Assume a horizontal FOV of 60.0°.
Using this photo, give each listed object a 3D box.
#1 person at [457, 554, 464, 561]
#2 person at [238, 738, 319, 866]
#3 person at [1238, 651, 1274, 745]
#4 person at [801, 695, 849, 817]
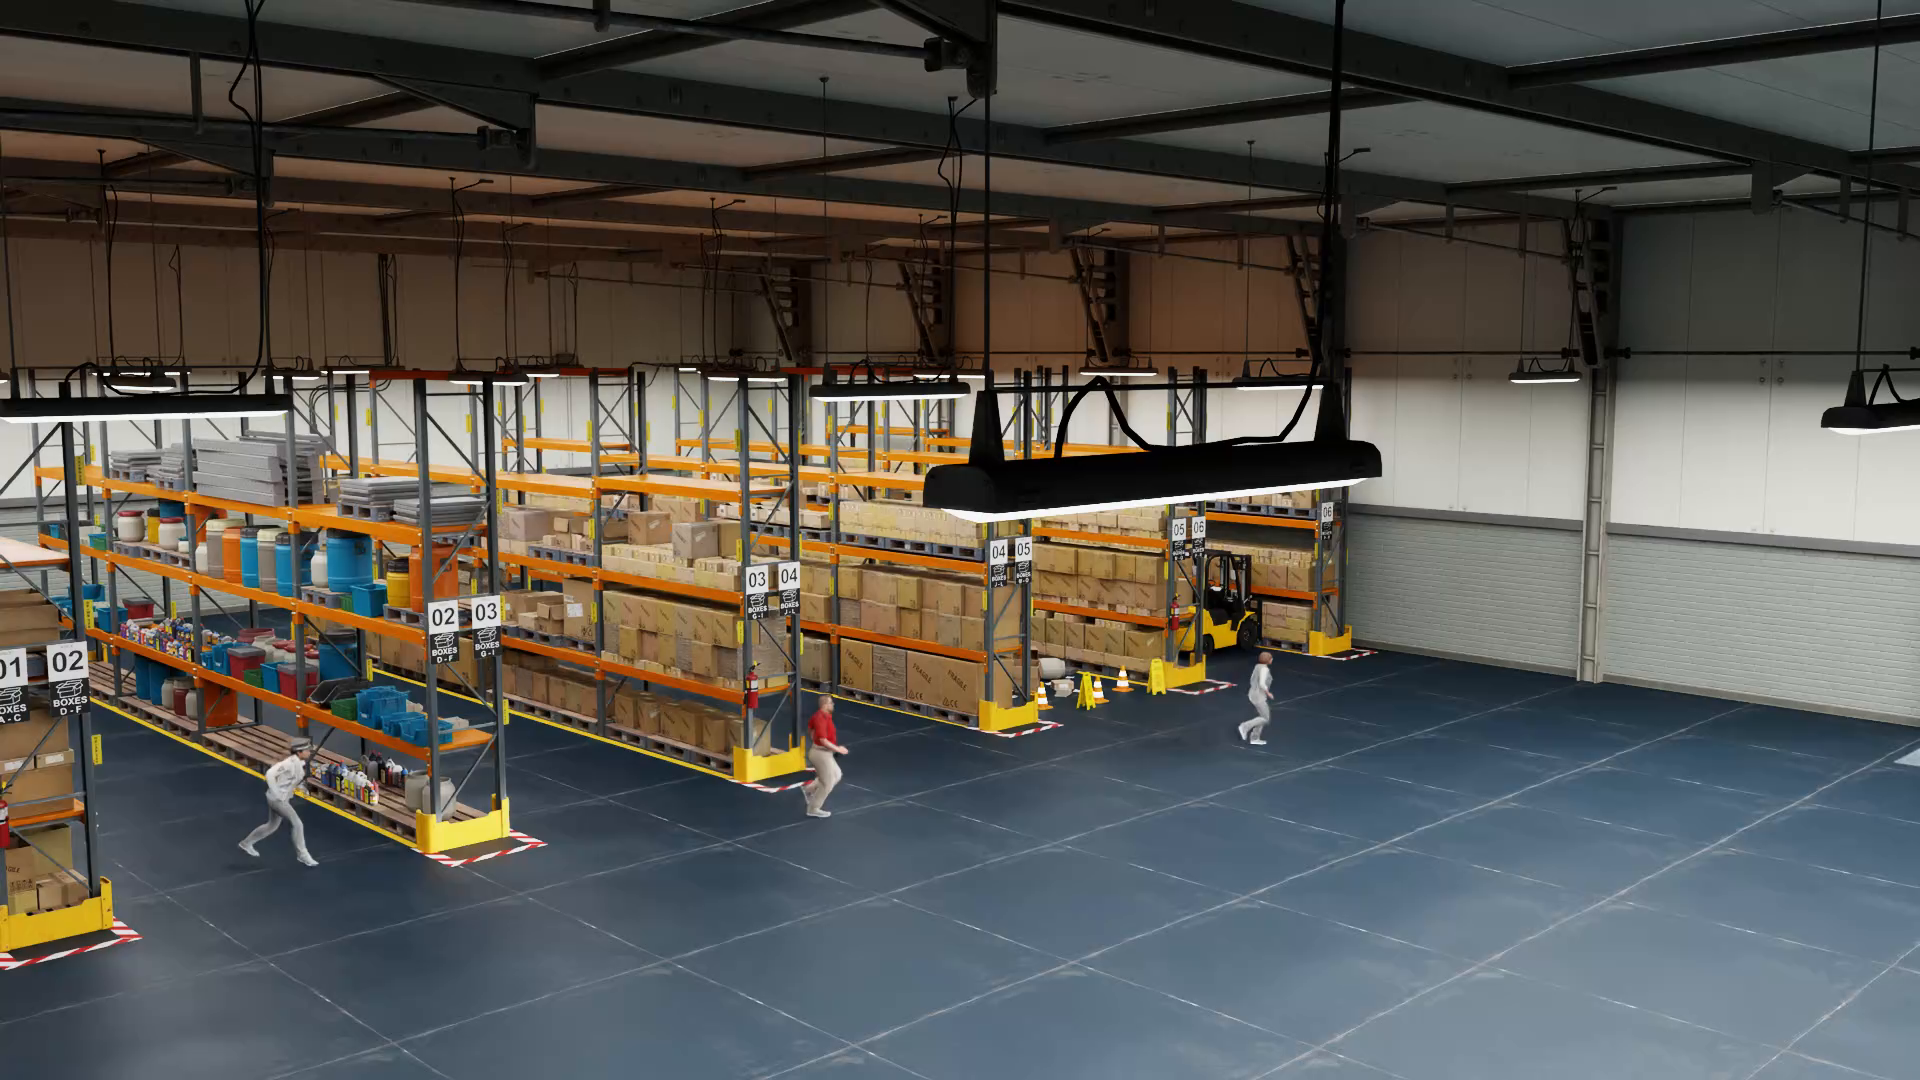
[{"bbox_3d":[-12.074,1.020,39.896,0.614,1.657,0.853,-5,8,-37],"label":"person"},{"bbox_3d":[-8.437,3.255,20.492,0.967,1.630,0.657,0,6,2],"label":"person"},{"bbox_3d":[4.767,2.558,26.812,0.574,1.534,0.539,-1,6,-6],"label":"person"},{"bbox_3d":[-1.848,2.943,22.714,0.635,1.673,0.635,-1,7,-10],"label":"person"}]
